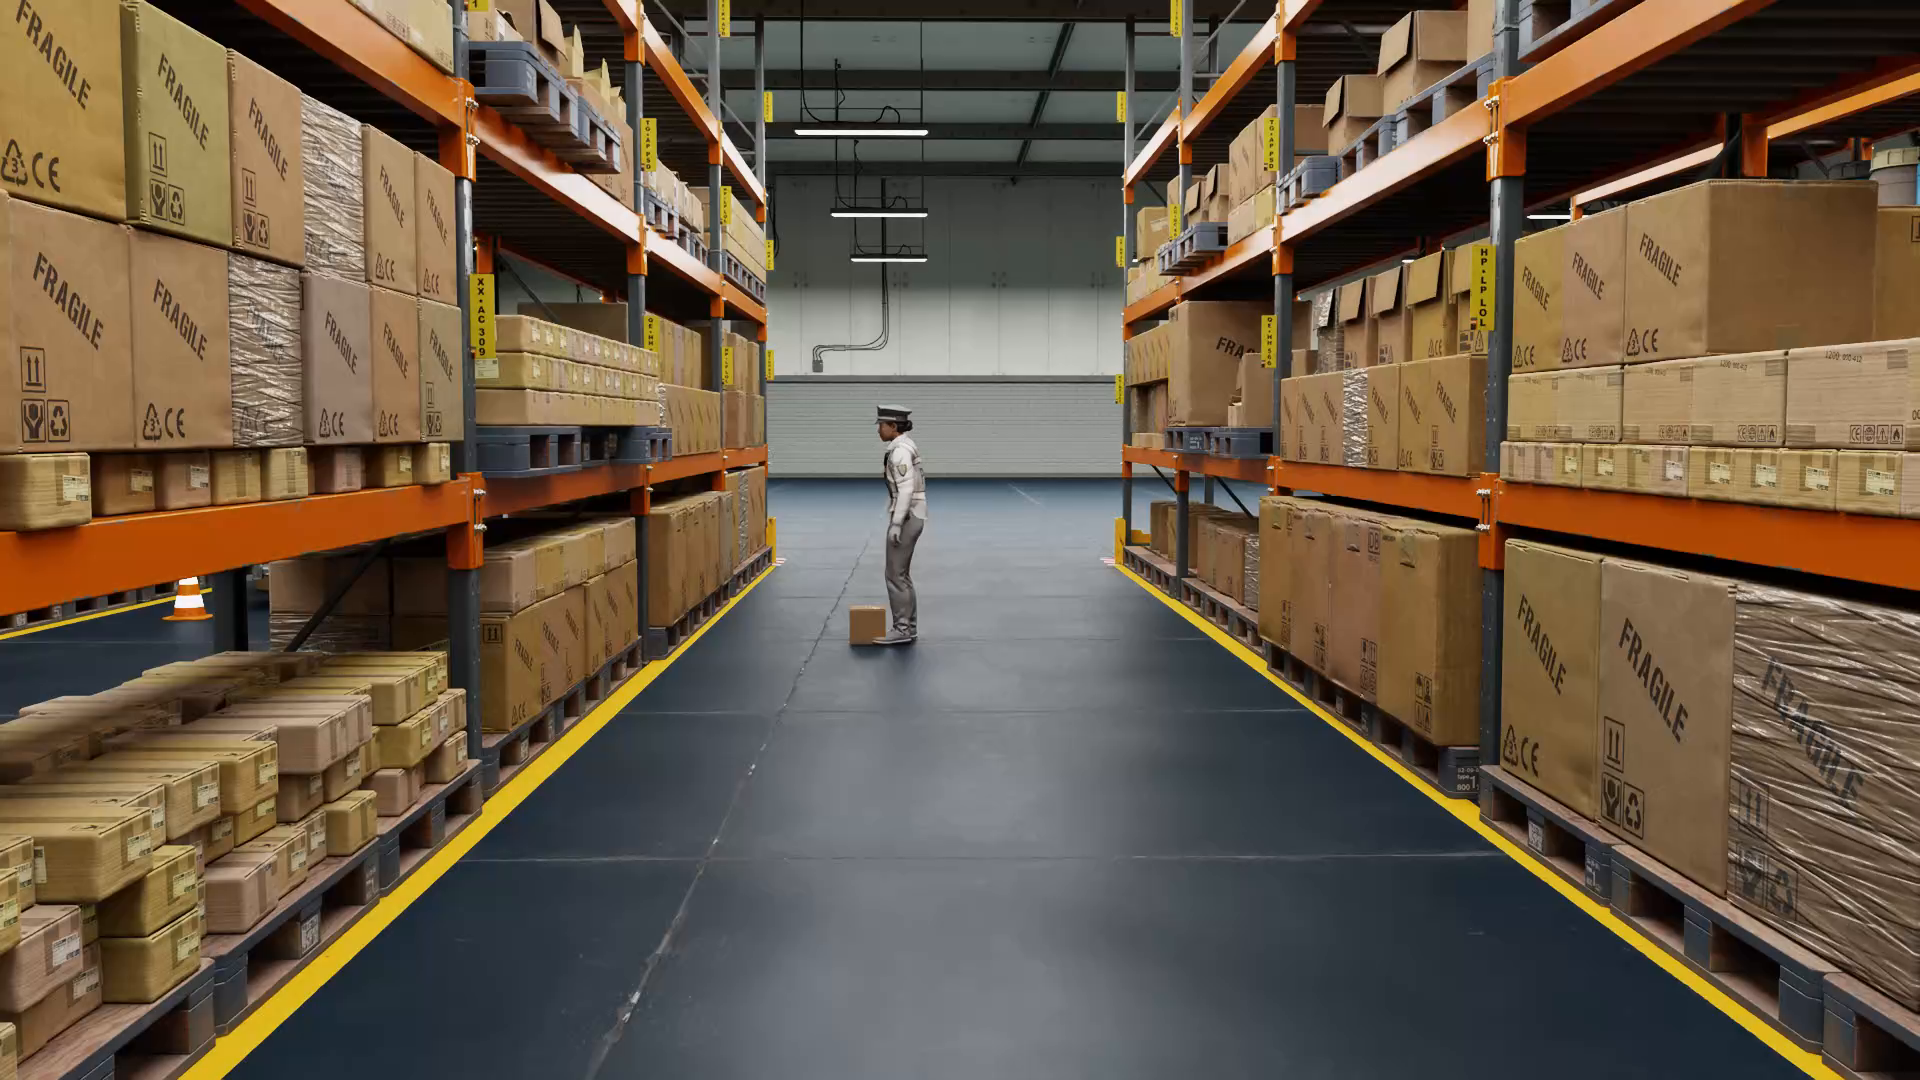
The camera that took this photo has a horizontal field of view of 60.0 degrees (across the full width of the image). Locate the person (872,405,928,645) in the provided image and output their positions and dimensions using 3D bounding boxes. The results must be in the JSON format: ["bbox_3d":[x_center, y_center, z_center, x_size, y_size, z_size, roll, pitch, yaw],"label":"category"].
[{"bbox_3d":[-0.424,-0.111,11.612,0.403,1.664,0.528,0,4,-1],"label":"person"}]
